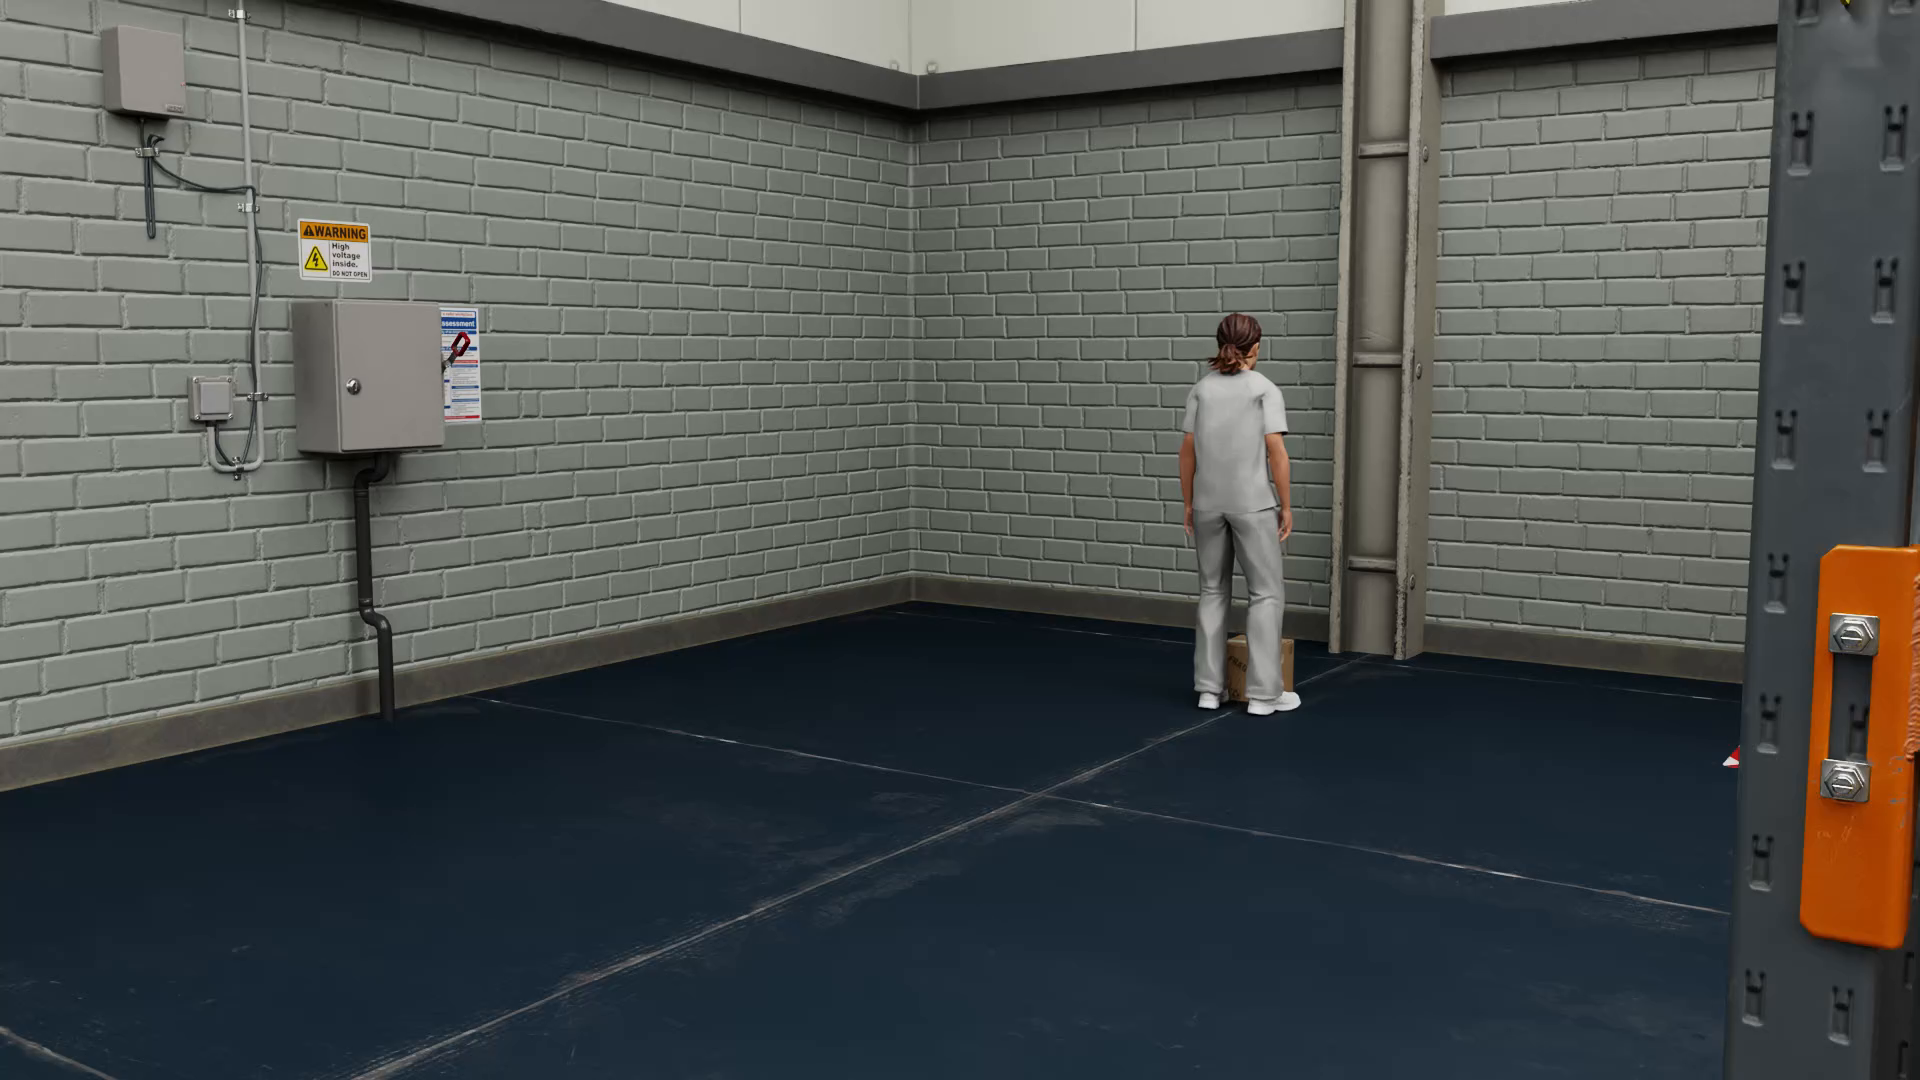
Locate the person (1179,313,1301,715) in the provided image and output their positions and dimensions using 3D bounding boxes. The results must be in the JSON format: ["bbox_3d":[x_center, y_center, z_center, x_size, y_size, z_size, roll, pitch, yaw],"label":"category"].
[{"bbox_3d":[1.170,-0.115,7.007,0.499,1.671,0.364,4,7,31],"label":"person"}]
